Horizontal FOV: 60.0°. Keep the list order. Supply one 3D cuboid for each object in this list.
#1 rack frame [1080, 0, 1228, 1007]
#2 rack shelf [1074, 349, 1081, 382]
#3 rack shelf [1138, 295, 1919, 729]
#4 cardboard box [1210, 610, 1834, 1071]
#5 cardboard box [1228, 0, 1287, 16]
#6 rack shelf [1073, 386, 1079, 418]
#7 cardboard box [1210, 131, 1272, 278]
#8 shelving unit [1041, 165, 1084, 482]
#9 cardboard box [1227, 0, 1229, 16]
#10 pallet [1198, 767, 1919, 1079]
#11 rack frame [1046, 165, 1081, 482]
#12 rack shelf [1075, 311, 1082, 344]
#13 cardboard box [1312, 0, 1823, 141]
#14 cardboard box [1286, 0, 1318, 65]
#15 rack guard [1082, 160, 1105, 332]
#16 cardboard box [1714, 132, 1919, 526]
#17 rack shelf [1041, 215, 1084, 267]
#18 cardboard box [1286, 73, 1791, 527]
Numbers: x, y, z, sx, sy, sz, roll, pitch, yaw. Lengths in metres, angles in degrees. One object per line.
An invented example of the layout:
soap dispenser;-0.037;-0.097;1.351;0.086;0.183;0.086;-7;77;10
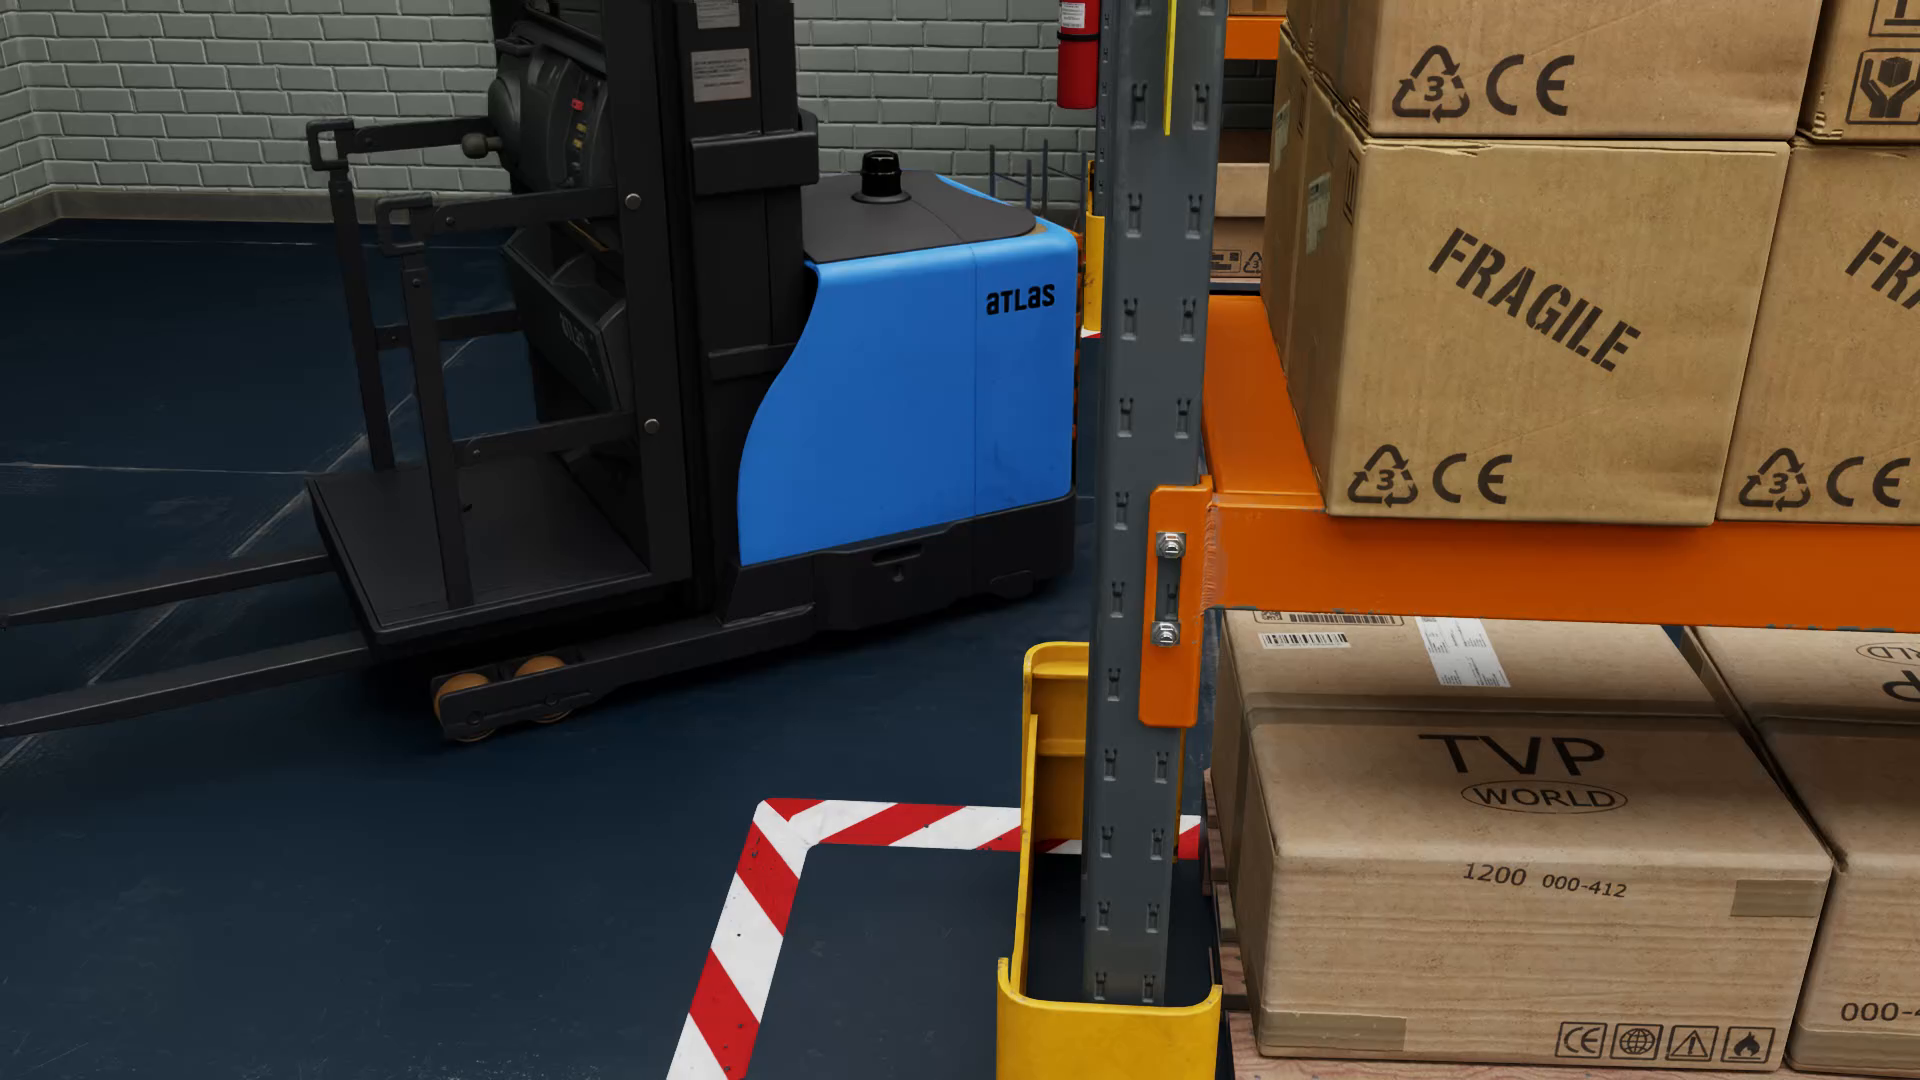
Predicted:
rack frame;0.295;-0.441;2.621;0.127;3.000;1.000;2;25;4
rack shelf;0.228;-0.560;5.139;0.180;0.103;0.258;-12;27;-25
rack shelf;2.289;-0.051;2.632;4.000;0.370;1.077;2;25;4
cardboard box;0.960;0.511;3.113;0.875;0.438;0.875;1;25;2
cardboard box;1.235;-2.283;6.923;0.250;0.149;0.380;2;25;5
rack shelf;0.228;-0.451;5.189;0.180;0.103;0.258;-12;27;-25
cardboard box;1.274;-1.508;7.423;0.637;0.503;0.797;1;25;2
shelving unit;0.229;-0.601;5.121;0.183;1.046;0.258;-12;27;-25
cardboard box;0.978;-2.271;6.898;0.250;0.149;0.380;2;25;4
pallet;1.098;0.818;3.219;1.213;0.211;1.003;2;25;4
rack frame;0.309;-0.619;5.160;0.002;1.046;0.228;-12;27;-25
rack shelf;0.228;-0.669;5.089;0.180;0.103;0.258;-12;27;-25
cardboard box;0.752;-0.807;2.100;0.500;0.500;0.500;1;25;3
cardboard box;0.794;-1.025;2.573;0.500;0.500;0.500;3;25;6
rack guard;0.747;-1.372;7.634;0.348;0.500;1.175;2;25;4
cardboard box;1.258;-0.347;2.297;0.500;0.500;0.500;1;25;3
rack shelf;0.228;-0.887;4.988;0.180;0.103;0.258;-12;27;-25
cardboard box;0.751;-0.352;2.307;0.500;0.500;0.500;2;25;4
